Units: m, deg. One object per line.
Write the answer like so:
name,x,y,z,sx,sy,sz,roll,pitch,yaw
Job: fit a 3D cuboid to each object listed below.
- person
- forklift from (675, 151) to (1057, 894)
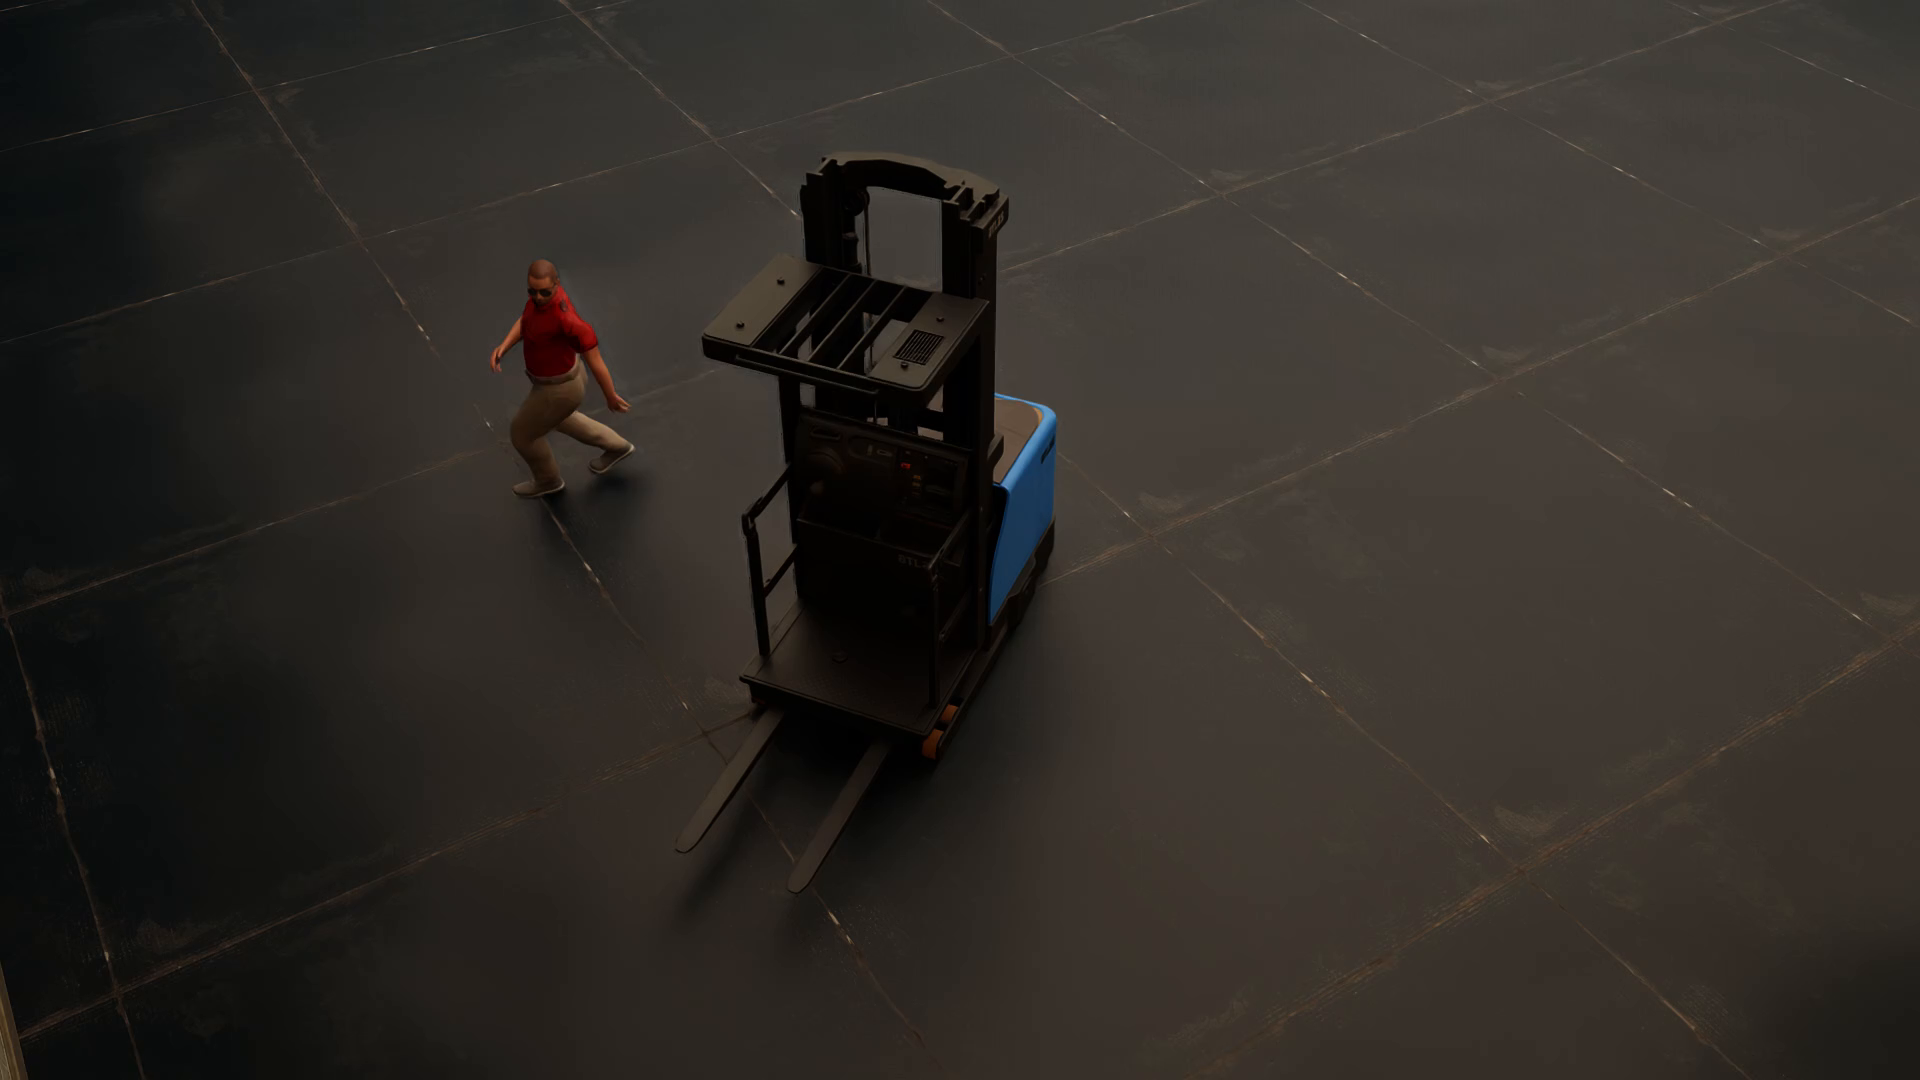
person,-2.395,-0.962,9.969,0.842,1.651,0.598,-4,41,-5
forklift,-0.483,-0.268,8.177,1.130,2.935,3.031,16,44,17
